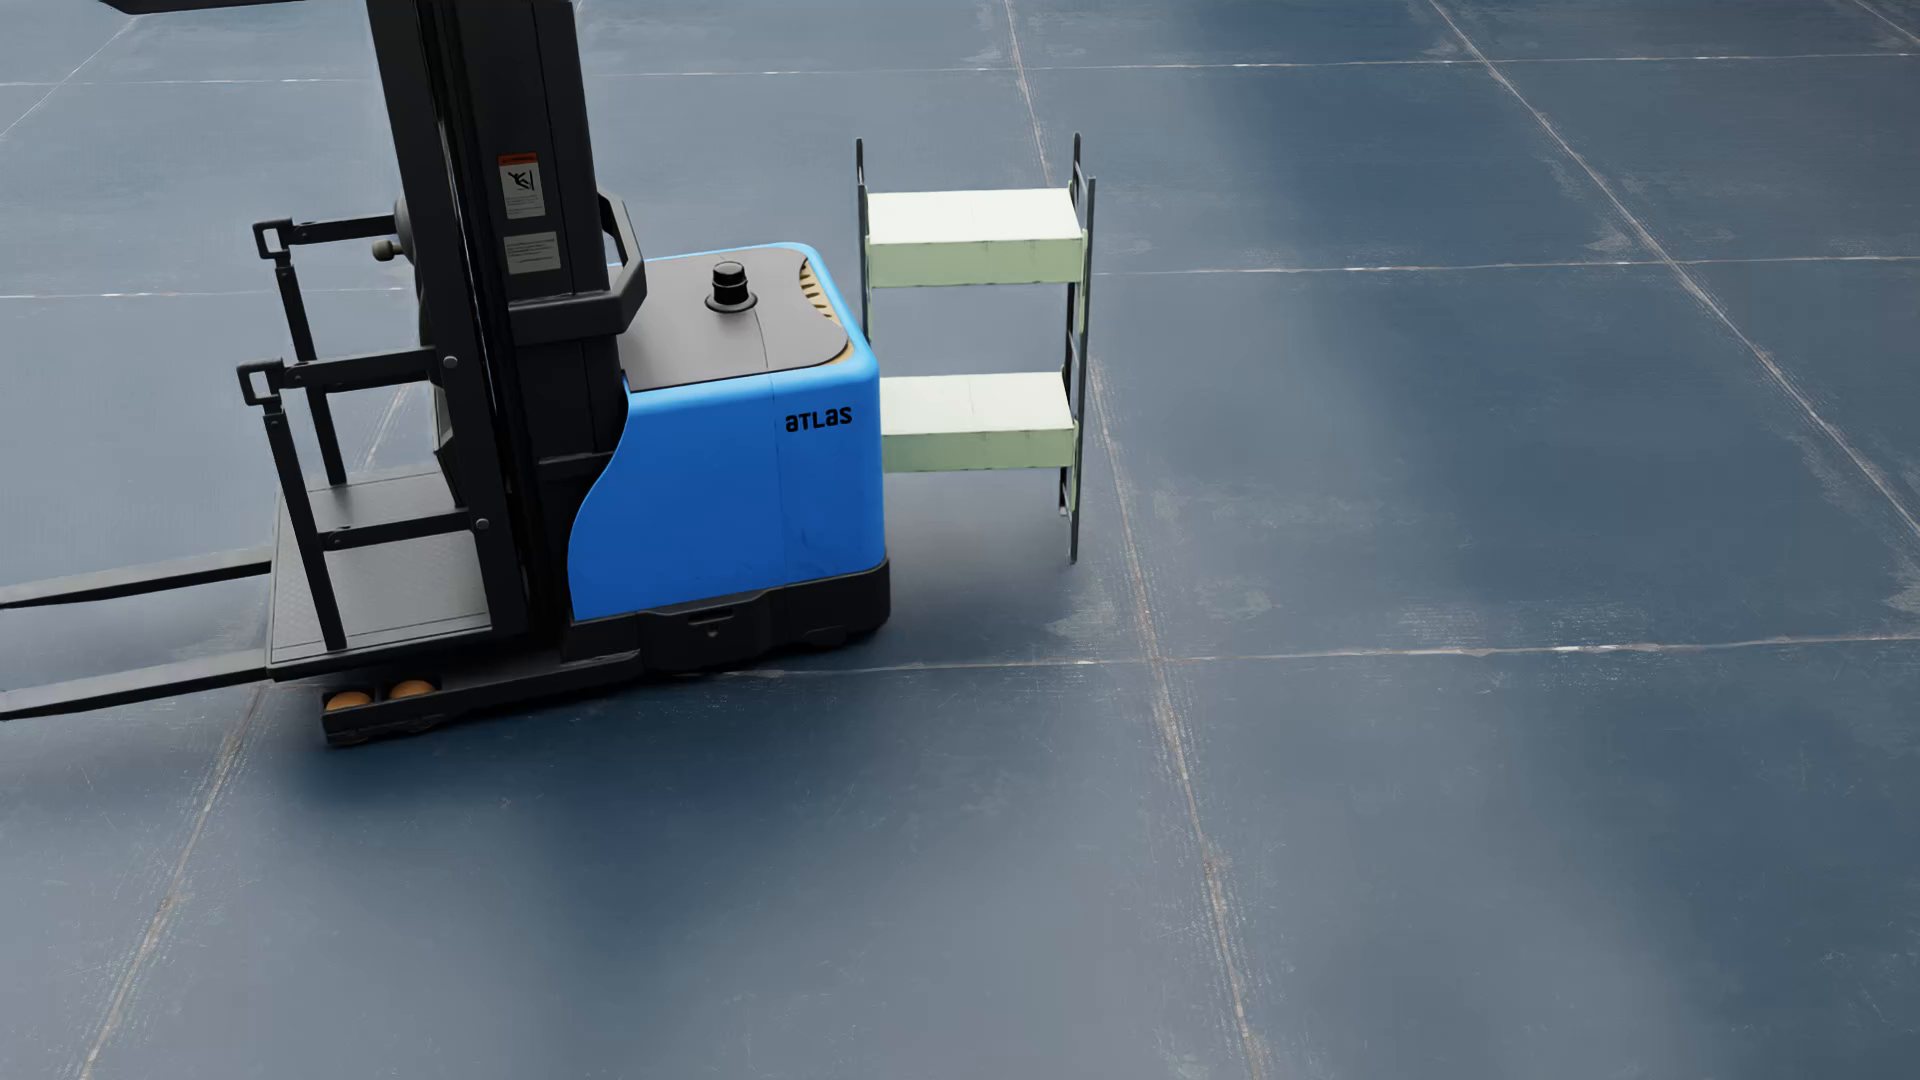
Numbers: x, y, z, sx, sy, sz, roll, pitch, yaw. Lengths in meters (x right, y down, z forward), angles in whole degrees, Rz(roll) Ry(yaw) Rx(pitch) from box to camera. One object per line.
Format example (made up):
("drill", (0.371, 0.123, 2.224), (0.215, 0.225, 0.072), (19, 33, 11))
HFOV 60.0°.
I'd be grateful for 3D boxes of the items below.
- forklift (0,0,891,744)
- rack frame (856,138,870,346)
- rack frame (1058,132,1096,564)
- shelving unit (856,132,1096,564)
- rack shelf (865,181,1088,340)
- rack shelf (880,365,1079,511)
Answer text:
("forklift", (-1.815, -0.891, 4.963), (3.031, 2.935, 1.130), (-10, 36, -14))
("rack frame", (-0.324, -0.614, 5.820), (0.023, 1.500, 0.400), (-2, 35, -3))
("rack frame", (0.406, -0.642, 5.860), (0.023, 1.500, 0.400), (-2, 35, -3))
("shelving unit", (0.041, -0.628, 5.840), (0.755, 1.500, 0.431), (-2, 35, -3))
("rack shelf", (0.041, -0.949, 5.618), (0.720, 0.370, 0.431), (-2, 35, -3))
("rack shelf", (0.041, -0.360, 6.025), (0.720, 0.370, 0.431), (-2, 35, -3))
